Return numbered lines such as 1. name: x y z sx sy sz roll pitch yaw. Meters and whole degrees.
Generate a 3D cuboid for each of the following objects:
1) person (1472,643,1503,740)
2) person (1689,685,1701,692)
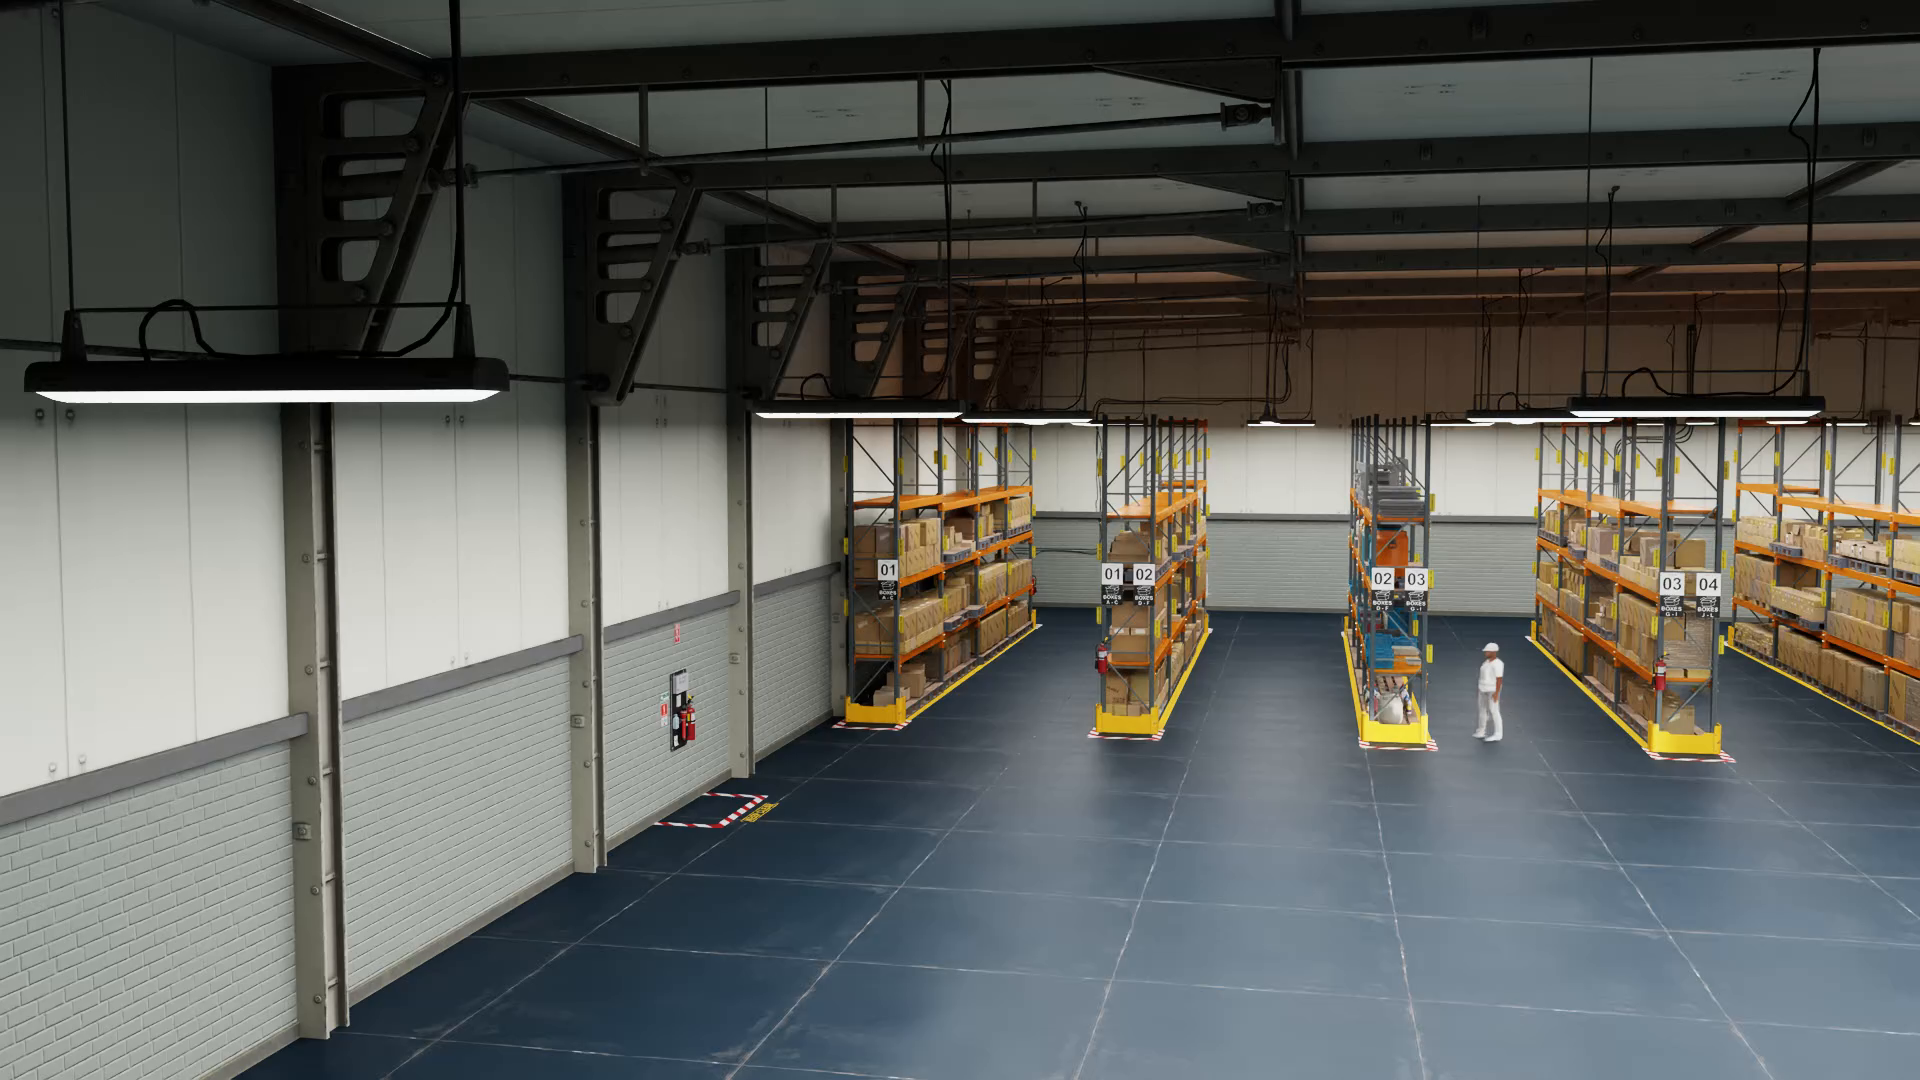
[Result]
1. person: 9.757 2.787 30.743 0.487 1.763 0.630 -2 4 -25
2. person: 16.107 2.421 36.272 0.603 1.779 0.616 -2 4 -29
